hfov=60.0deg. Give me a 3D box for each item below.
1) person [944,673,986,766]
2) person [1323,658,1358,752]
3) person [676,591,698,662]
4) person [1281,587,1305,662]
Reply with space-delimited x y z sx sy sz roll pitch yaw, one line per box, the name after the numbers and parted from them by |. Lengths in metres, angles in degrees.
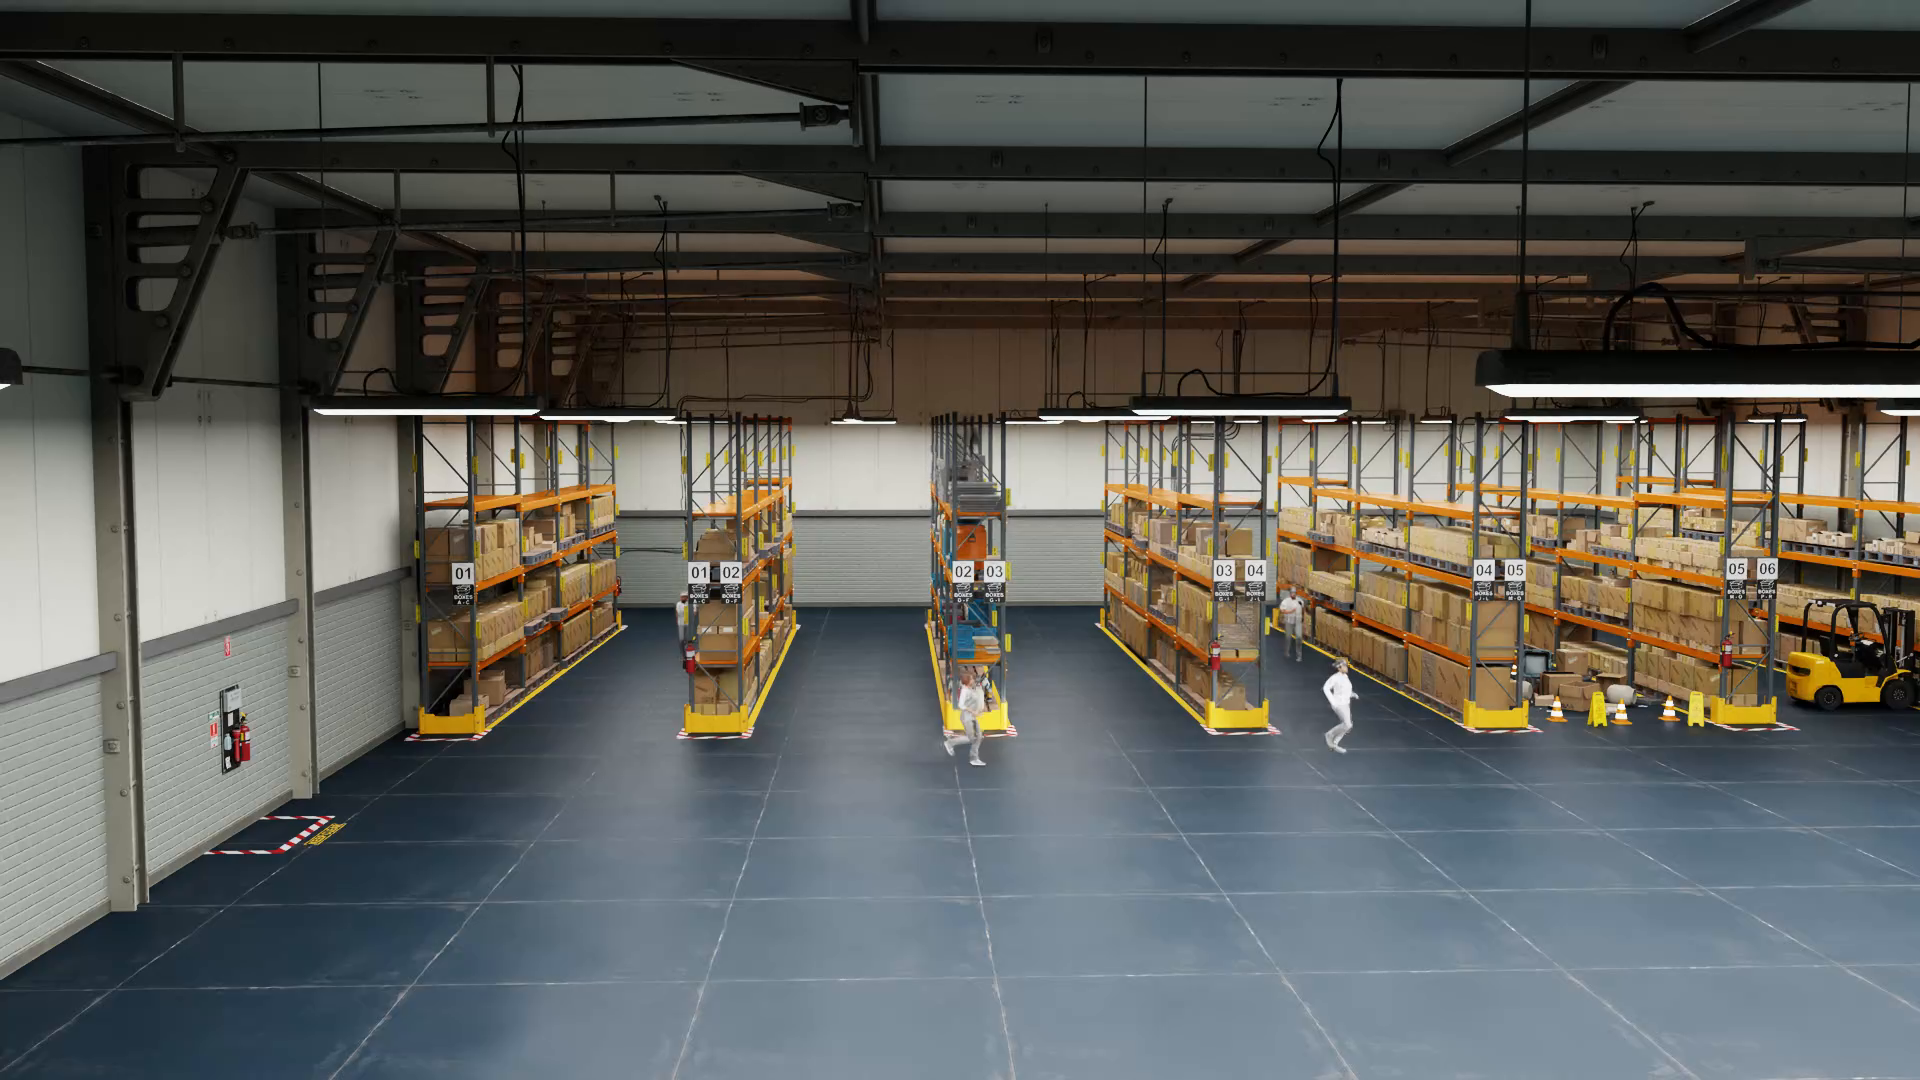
0.100 3.030 28.132 0.717 1.576 0.536 1 4 17 | person
6.714 2.900 29.199 0.510 1.669 0.662 3 5 40 | person
-6.710 2.115 40.850 0.587 1.768 0.725 0 4 4 | person
8.183 2.054 40.867 0.640 1.840 0.824 0 4 0 | person
